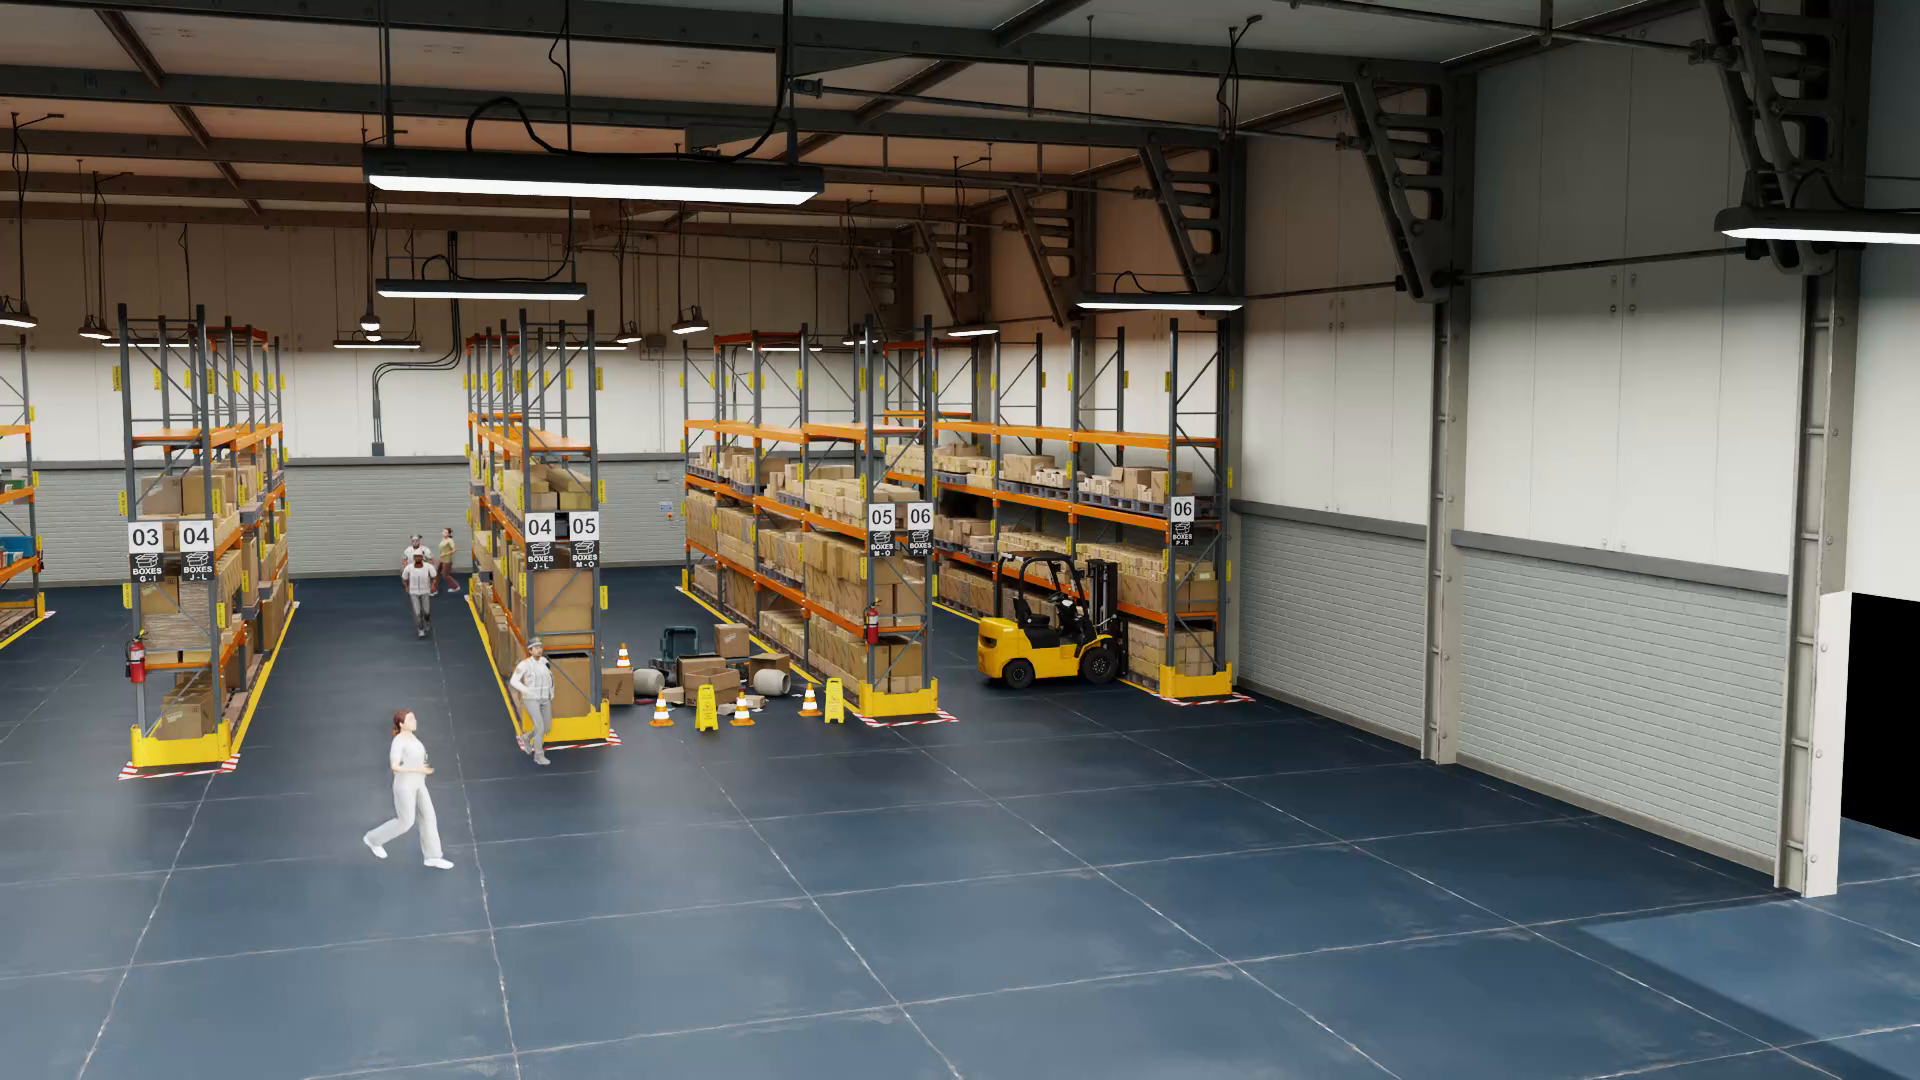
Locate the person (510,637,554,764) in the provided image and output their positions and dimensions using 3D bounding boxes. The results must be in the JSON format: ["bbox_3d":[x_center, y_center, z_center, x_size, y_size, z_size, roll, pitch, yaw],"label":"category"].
[{"bbox_3d":[-5.624,2.111,21.964,0.602,1.689,0.667,5,7,42],"label":"person"}]

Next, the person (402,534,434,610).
[{"bbox_3d":[-11.581,0.742,35.581,0.658,1.783,0.847,-1,6,-15],"label":"person"}]

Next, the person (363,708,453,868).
[{"bbox_3d":[-5.680,2.549,17.081,0.934,1.664,0.568,1,5,7],"label":"person"}]

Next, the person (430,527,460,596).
[{"bbox_3d":[-12.037,0.515,38.993,0.818,1.657,0.675,-5,8,-44],"label":"person"}]

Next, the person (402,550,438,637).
[{"bbox_3d":[-10.610,1.045,32.674,0.679,1.721,0.576,-2,6,-15],"label":"person"}]
